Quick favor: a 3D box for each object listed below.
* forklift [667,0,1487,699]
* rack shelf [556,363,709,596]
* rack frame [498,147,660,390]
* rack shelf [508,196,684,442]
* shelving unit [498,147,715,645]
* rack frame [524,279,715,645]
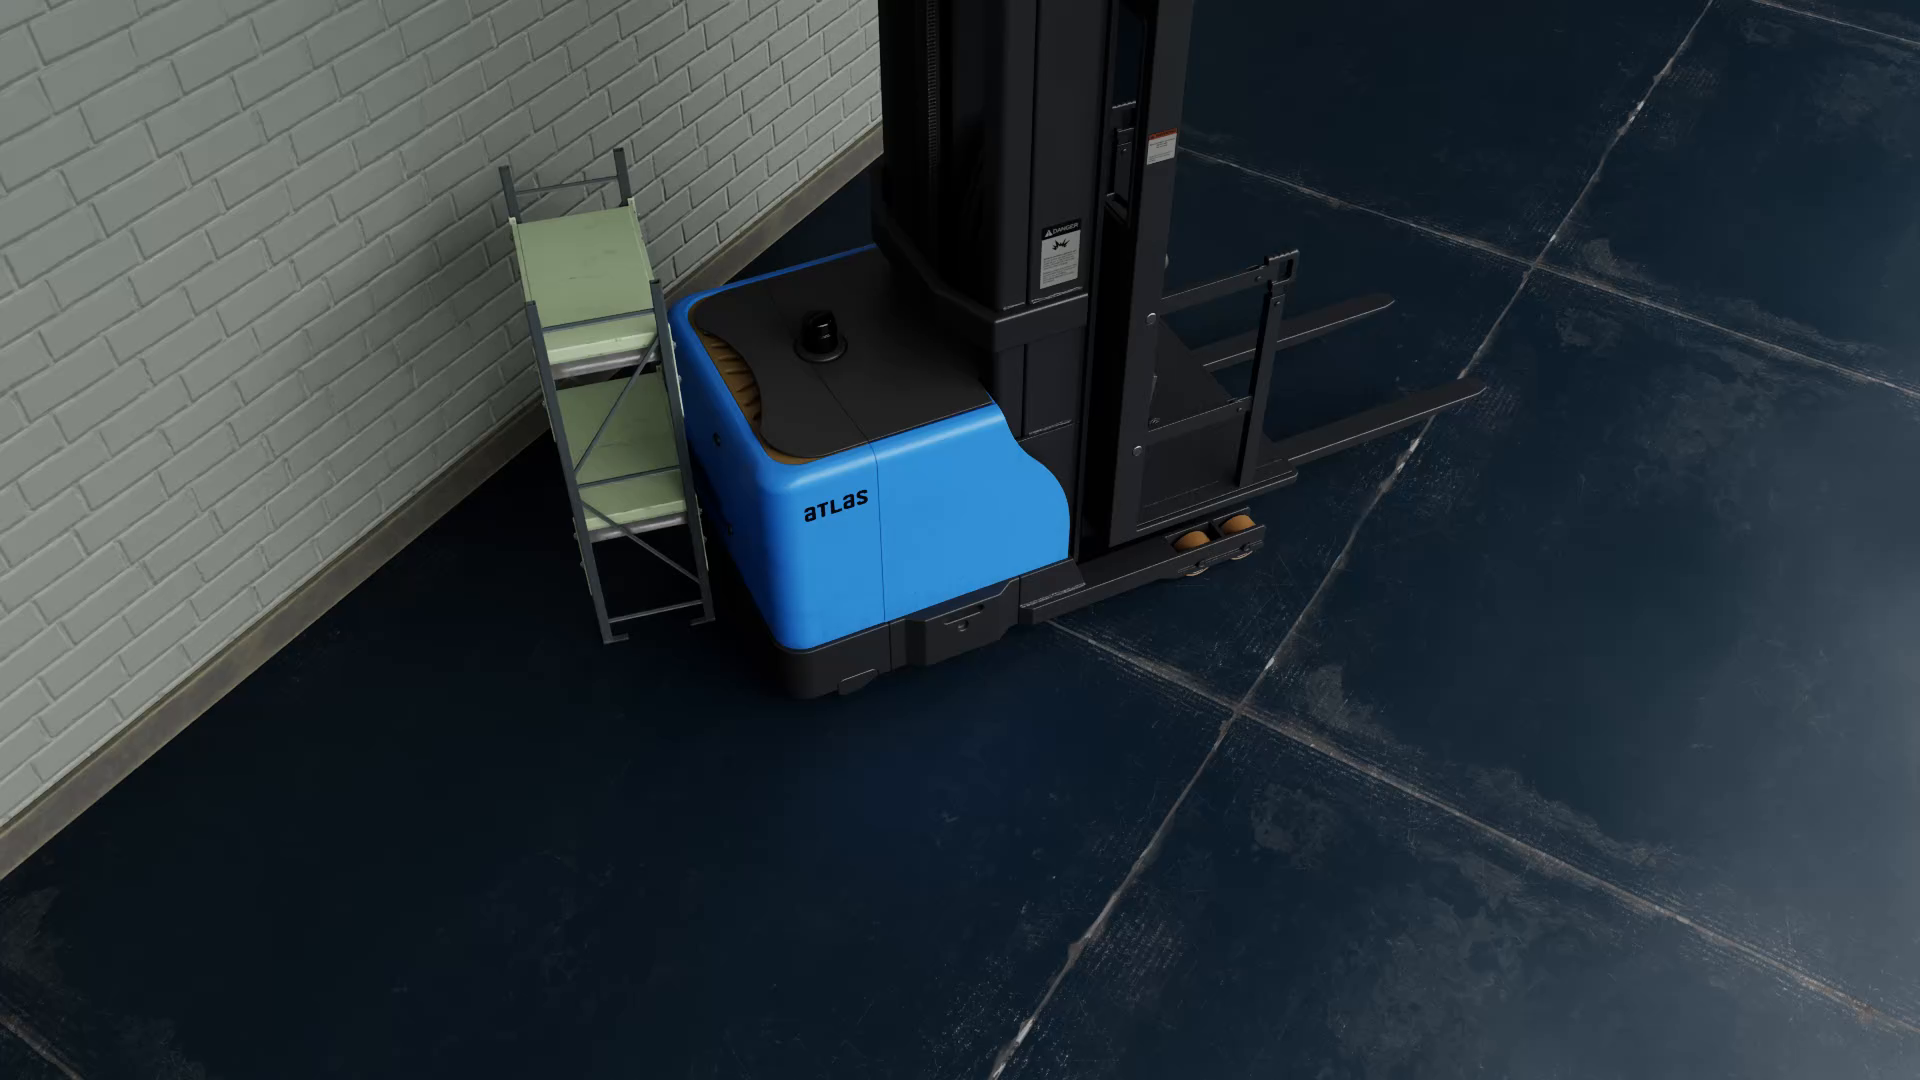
[{"bbox_3d":[0.562,-1.214,5.386,3.031,2.935,1.130,-19,49,-18],"label":"forklift"},{"bbox_3d":[-1.177,-0.225,5.878,0.431,0.370,0.720,-12,47,-11],"label":"rack shelf"},{"bbox_3d":[-1.282,-0.704,5.888,0.400,1.500,0.023,-12,47,-11],"label":"rack frame"},{"bbox_3d":[-1.177,-0.724,5.364,0.431,0.370,0.720,-12,47,-11],"label":"rack shelf"},{"bbox_3d":[-1.177,-0.452,5.644,0.431,1.500,0.755,-12,47,-11],"label":"shelving unit"},{"bbox_3d":[-1.073,-0.201,5.399,0.400,1.500,0.023,-12,47,-11],"label":"rack frame"}]
